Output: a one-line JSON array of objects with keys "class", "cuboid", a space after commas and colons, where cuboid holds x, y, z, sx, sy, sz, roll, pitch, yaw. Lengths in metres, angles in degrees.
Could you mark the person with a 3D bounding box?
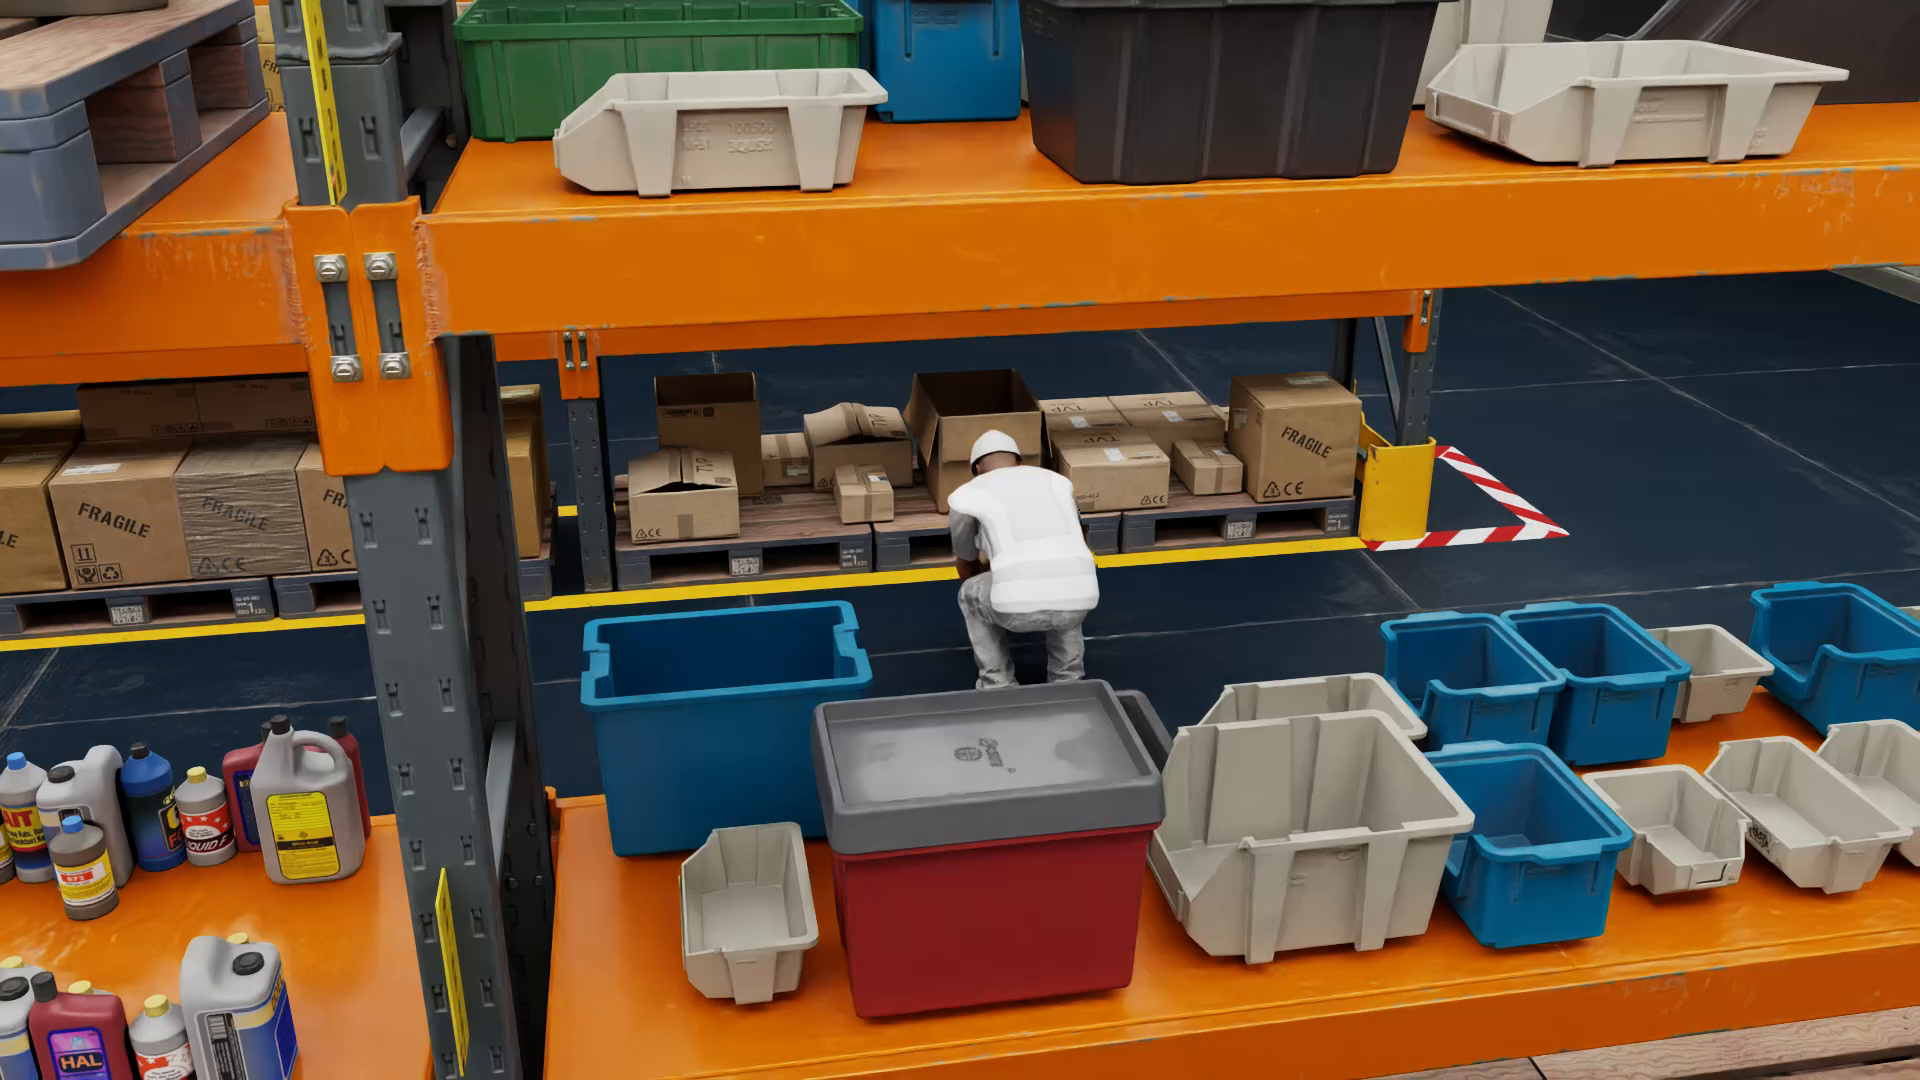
[{"class": "person", "cuboid": [0.236, 0.136, 6.762, 0.557, 0.998, 0.934, -5, 24, -11]}]
